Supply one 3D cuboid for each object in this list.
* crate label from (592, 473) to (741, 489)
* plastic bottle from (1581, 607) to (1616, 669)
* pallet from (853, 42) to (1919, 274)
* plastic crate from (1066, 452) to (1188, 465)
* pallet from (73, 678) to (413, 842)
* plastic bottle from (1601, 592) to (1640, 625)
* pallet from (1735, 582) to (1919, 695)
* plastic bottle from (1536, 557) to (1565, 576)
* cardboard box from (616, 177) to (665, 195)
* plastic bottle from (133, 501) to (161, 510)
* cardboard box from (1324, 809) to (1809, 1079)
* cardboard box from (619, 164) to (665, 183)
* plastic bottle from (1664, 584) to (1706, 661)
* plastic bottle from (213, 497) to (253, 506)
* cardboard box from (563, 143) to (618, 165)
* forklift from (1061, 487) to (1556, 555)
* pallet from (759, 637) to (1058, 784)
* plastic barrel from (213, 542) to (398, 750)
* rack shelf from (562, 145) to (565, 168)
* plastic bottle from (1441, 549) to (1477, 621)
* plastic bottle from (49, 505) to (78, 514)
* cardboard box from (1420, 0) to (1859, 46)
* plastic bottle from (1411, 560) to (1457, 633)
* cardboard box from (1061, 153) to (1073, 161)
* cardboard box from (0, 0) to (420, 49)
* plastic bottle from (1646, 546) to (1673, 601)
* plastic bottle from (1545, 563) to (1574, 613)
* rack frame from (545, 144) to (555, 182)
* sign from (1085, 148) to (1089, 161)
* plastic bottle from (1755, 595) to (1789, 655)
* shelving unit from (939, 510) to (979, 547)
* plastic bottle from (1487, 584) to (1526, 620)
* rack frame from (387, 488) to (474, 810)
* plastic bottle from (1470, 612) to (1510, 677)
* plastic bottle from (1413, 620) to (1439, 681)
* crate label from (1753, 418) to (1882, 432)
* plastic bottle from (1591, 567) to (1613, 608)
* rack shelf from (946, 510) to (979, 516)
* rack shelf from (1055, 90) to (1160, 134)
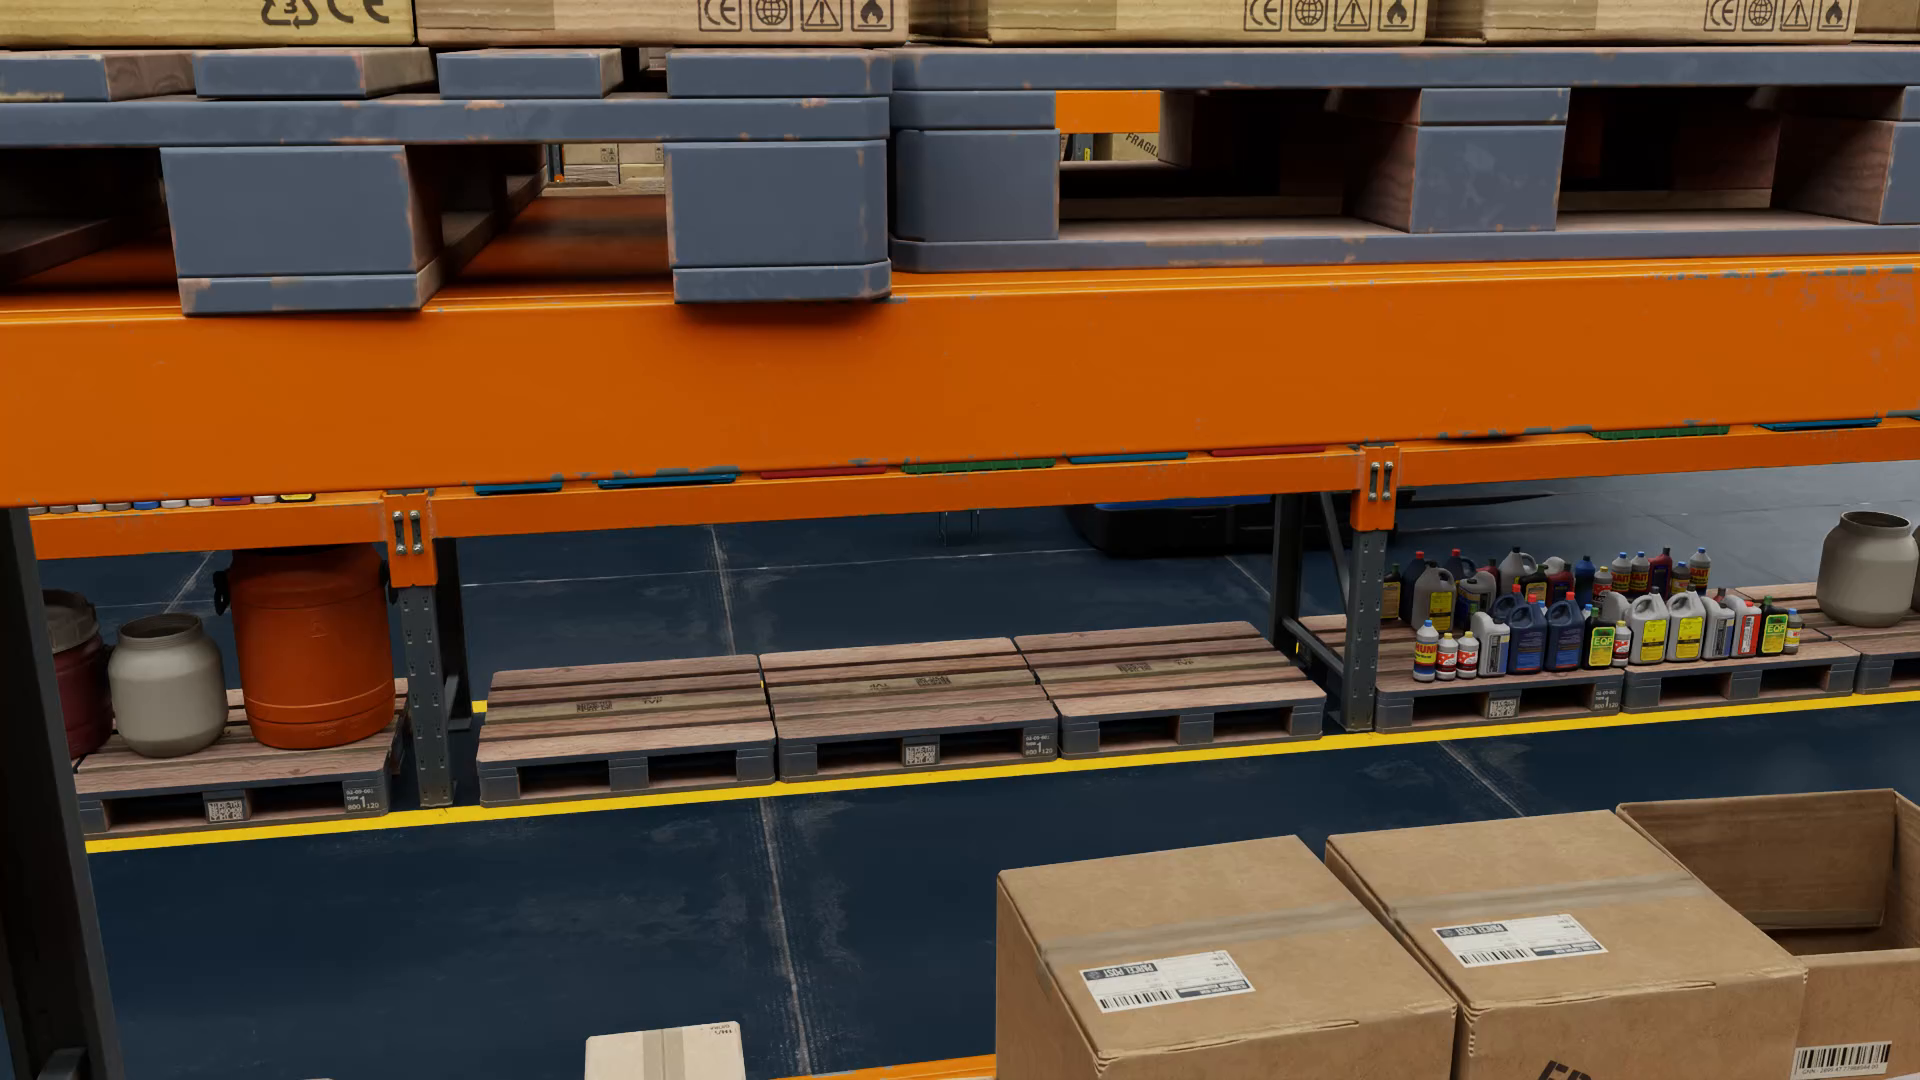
[{"bbox_3d":[-1.196,-0.481,6.709,0.616,0.435,0.502,-3,17,-10],"label":"crate label"},{"bbox_3d":[2.932,0.446,7.630,0.133,0.283,0.061,-2,17,-8],"label":"plastic bottle"},{"bbox_3d":[0.460,-0.529,2.138,1.213,0.211,1.003,-2,17,-8],"label":"pallet"},{"bbox_3d":[0.681,-0.551,7.024,0.575,0.384,0.392,-3,17,-10],"label":"plastic crate"},{"bbox_3d":[-2.989,0.902,7.015,1.213,0.211,1.003,-3,17,-10],"label":"pallet"},{"bbox_3d":[3.126,0.381,7.851,0.135,0.276,0.152,-3,17,-10],"label":"plastic bottle"},{"bbox_3d":[4.768,0.462,8.448,1.213,0.211,1.003,-3,17,-10],"label":"pallet"},{"bbox_3d":[2.948,0.227,8.355,0.135,0.276,0.152,-3,17,-9],"label":"plastic bottle"},{"bbox_3d":[-2.110,-2.265,11.691,0.500,0.500,0.700,-1,17,-2],"label":"cardboard box"},{"bbox_3d":[-3.073,-0.255,6.252,0.097,0.271,0.097,0,17,0],"label":"plastic bottle"},{"bbox_3d":[0.875,0.766,2.539,0.500,0.500,0.500,-3,17,-10],"label":"cardboard box"},{"bbox_3d":[-3.013,-3.374,16.018,0.500,0.500,0.500,-3,17,-11],"label":"cardboard box"},{"bbox_3d":[3.361,0.376,7.740,0.185,0.351,0.144,-3,17,-8],"label":"plastic bottle"},{"bbox_3d":[-2.765,-0.273,6.290,0.133,0.283,0.061,-3,17,-10],"label":"plastic bottle"},{"bbox_3d":[-3.561,-3.898,16.021,0.500,0.500,0.700,-3,17,-11],"label":"cardboard box"},{"bbox_3d":[2.219,-1.500,10.203,3.031,2.935,1.130,-3,17,-9],"label":"forklift"},{"bbox_3d":[-0.259,0.747,7.519,1.213,0.211,1.003,-3,17,-10],"label":"pallet"},{"bbox_3d":[-2.700,0.382,6.940,0.708,0.830,0.600,-3,17,-10],"label":"plastic barrel"},{"bbox_3d":[-7.951,-5.747,25.139,4.000,0.370,1.077,-3,17,-10],"label":"rack shelf"},{"bbox_3d":[2.471,0.217,8.260,0.185,0.351,0.144,-4,18,-13],"label":"plastic bottle"},{"bbox_3d":[-3.360,-0.205,6.209,0.097,0.201,0.097,0,17,0],"label":"plastic bottle"},{"bbox_3d":[0.752,-0.756,2.094,0.500,0.250,0.500,-5,18,-15],"label":"cardboard box"},{"bbox_3d":[2.310,0.269,8.090,0.185,0.351,0.144,-3,17,-10],"label":"plastic bottle"},{"bbox_3d":[0.819,-3.706,17.013,0.550,0.550,0.875,-3,17,-10],"label":"cardboard box"},{"bbox_3d":[-0.852,-0.663,1.793,0.500,0.250,0.500,-5,18,-15],"label":"cardboard box"},{"bbox_3d":[3.567,0.174,8.513,0.133,0.283,0.061,-3,17,-10],"label":"plastic bottle"},{"bbox_3d":[2.969,0.254,8.254,0.133,0.283,0.061,-3,17,-10],"label":"plastic bottle"},{"bbox_3d":[-4.004,-3.350,16.110,0.127,3.000,1.000,-3,17,-10],"label":"rack frame"},{"bbox_3d":[0.874,-2.531,11.472,0.005,0.325,0.100,-3,17,-10],"label":"sign"},{"bbox_3d":[3.801,0.396,7.790,0.133,0.283,0.061,-3,17,-9],"label":"plastic bottle"},{"bbox_3d":[-0.008,-0.430,10.178,0.210,0.900,0.258,-3,17,-10],"label":"shelving unit"},{"bbox_3d":[2.549,0.379,7.730,0.185,0.351,0.144,-3,17,-10],"label":"plastic bottle"},{"bbox_3d":[-2.222,-0.487,6.788,0.127,3.000,1.000,-3,17,-10],"label":"rack frame"},{"bbox_3d":[2.413,0.465,7.579,0.135,0.276,0.152,-3,17,-8],"label":"plastic bottle"},{"bbox_3d":[2.101,0.493,7.496,0.097,0.271,0.097,0,17,0],"label":"plastic bottle"},{"bbox_3d":[3.876,-0.769,7.646,0.616,0.435,0.502,-3,17,-10],"label":"crate label"},{"bbox_3d":[3.261,0.236,8.450,0.097,0.201,0.097,0,17,0],"label":"plastic bottle"},{"bbox_3d":[-0.008,-0.226,10.241,0.200,0.077,0.258,-3,17,-10],"label":"rack shelf"},{"bbox_3d":[-0.259,-1.688,6.816,4.000,0.370,1.077,-3,17,-10],"label":"rack shelf"}]
